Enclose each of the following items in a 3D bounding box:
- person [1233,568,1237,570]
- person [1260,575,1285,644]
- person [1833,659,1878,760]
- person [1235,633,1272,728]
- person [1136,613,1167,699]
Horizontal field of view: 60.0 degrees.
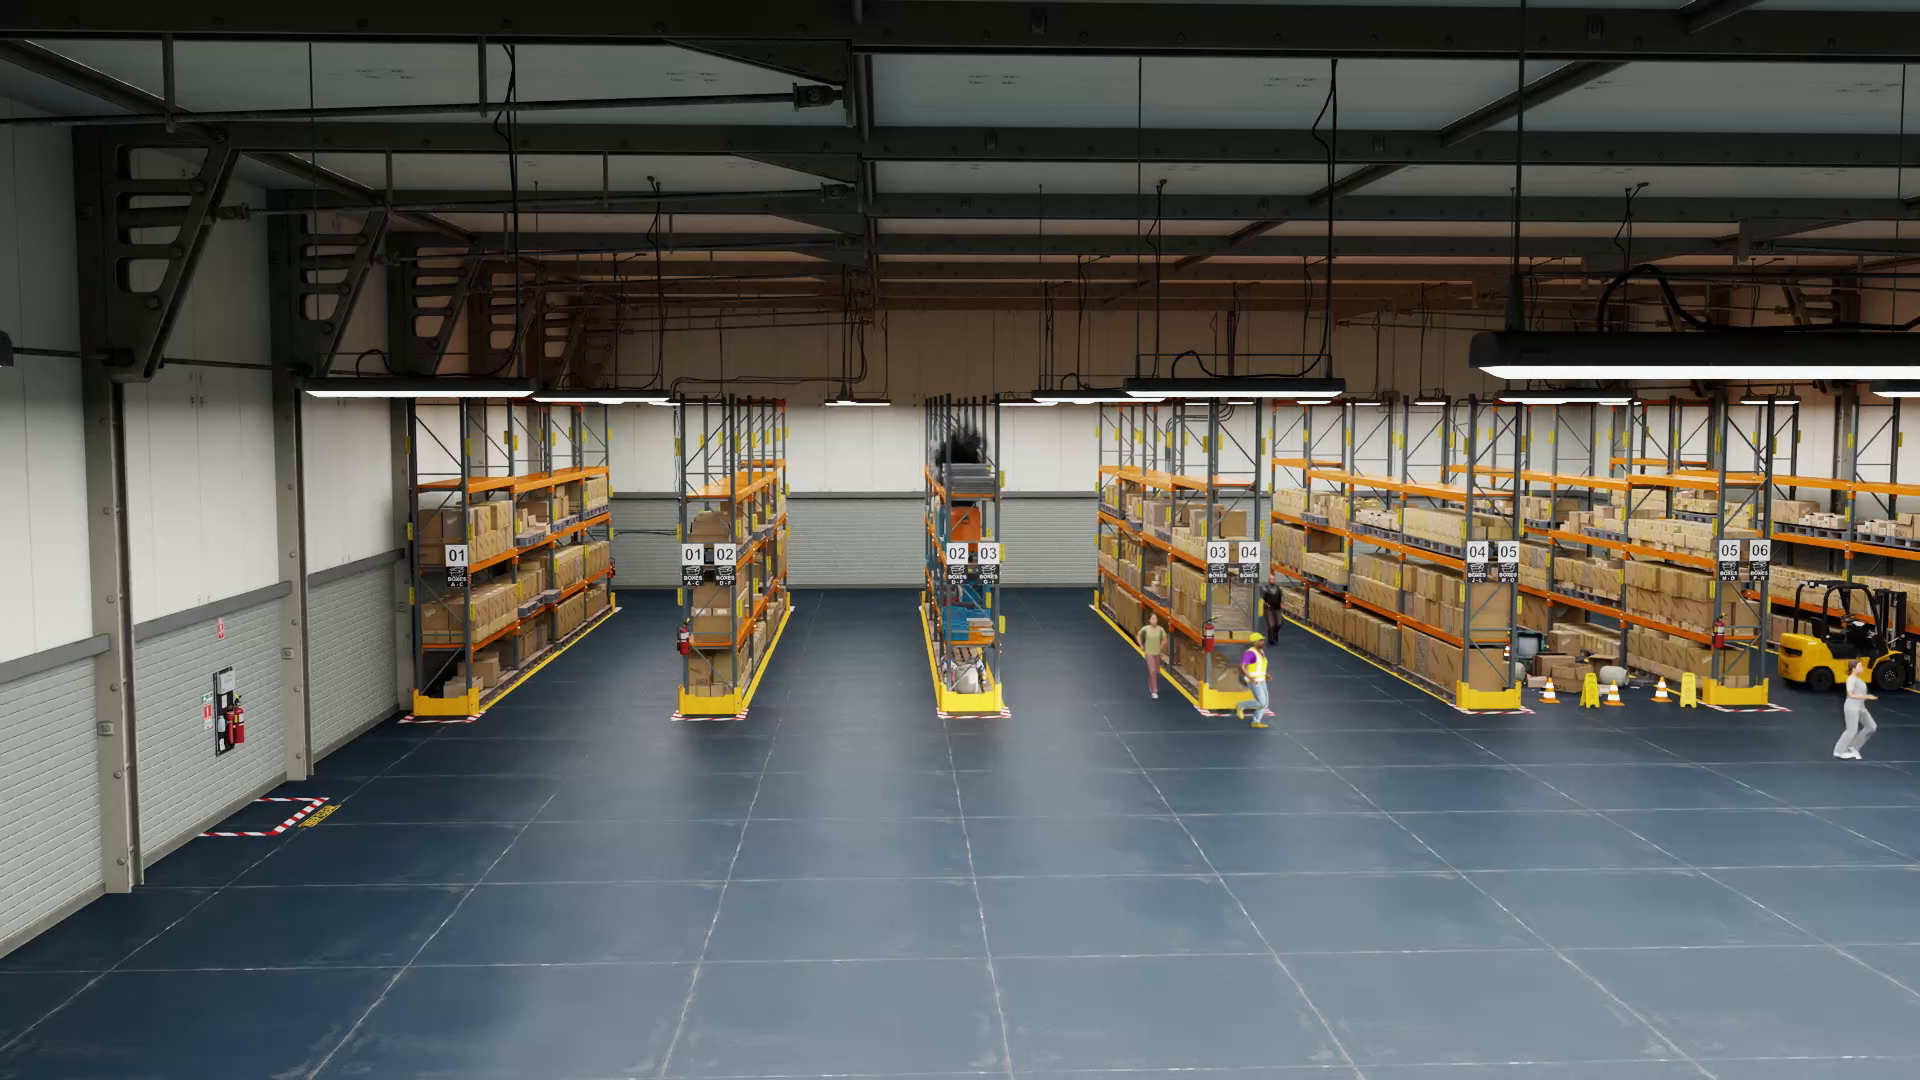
[{"bbox_3d":[7.713,1.174,48.241,0.470,1.520,0.636,-4,6,-39],"label":"person"},{"bbox_3d":[7.584,1.696,40.267,0.635,1.673,0.564,0,5,-3],"label":"person"},{"bbox_3d":[14.581,2.760,27.016,0.533,1.653,0.665,-4,6,-41],"label":"person"},{"bbox_3d":[5.283,2.521,29.915,0.602,1.709,0.708,3,5,32],"label":"person"},{"bbox_3d":[3.827,2.272,33.087,0.597,1.659,0.836,-1,5,-9],"label":"person"}]
